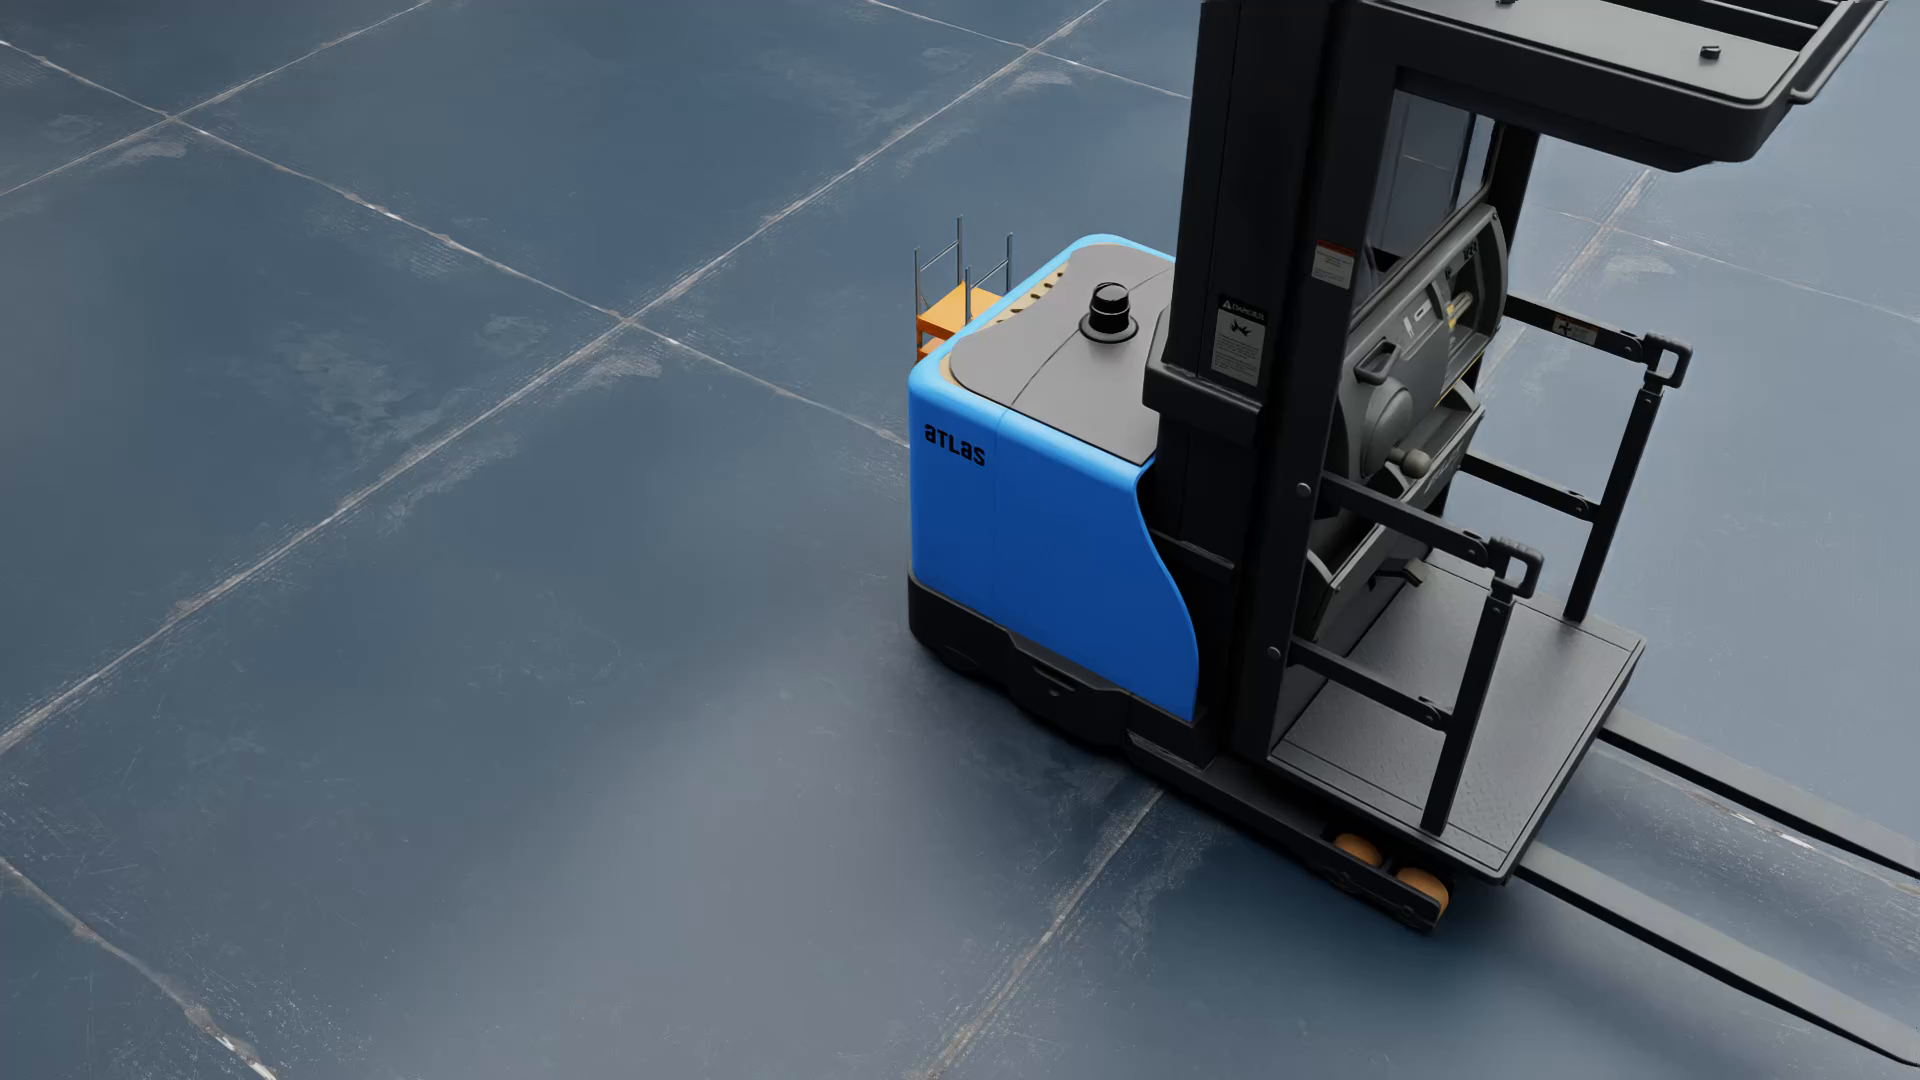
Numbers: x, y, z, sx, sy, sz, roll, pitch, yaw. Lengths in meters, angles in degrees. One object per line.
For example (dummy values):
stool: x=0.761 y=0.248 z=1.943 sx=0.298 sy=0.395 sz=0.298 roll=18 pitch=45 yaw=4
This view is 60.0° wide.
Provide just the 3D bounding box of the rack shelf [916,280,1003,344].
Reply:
rack shelf: x=0.012 y=-0.677 z=5.133 sx=0.180 sy=0.103 sz=0.258 roll=25 pitch=48 yaw=25

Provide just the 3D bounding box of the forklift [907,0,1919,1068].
forklift: x=1.321 y=-0.436 z=4.039 sx=3.031 sy=2.935 sz=1.130 roll=26 pitch=48 yaw=26

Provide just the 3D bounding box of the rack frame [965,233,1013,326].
rack frame: x=0.087 y=-0.407 z=5.305 sx=0.006 sy=1.200 sz=0.240 roll=25 pitch=48 yaw=25

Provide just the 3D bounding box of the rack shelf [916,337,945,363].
rack shelf: x=0.012 y=-0.587 z=5.213 sx=0.180 sy=0.103 sz=0.258 roll=25 pitch=48 yaw=25

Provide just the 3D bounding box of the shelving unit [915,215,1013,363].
shelving unit: x=0.012 y=-0.442 z=5.344 sx=0.189 sy=1.200 sz=0.258 roll=25 pitch=48 yaw=25

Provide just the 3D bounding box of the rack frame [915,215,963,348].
rack frame: x=-0.063 y=-0.477 z=5.383 sx=0.006 sy=1.200 sz=0.240 roll=25 pitch=48 yaw=25
